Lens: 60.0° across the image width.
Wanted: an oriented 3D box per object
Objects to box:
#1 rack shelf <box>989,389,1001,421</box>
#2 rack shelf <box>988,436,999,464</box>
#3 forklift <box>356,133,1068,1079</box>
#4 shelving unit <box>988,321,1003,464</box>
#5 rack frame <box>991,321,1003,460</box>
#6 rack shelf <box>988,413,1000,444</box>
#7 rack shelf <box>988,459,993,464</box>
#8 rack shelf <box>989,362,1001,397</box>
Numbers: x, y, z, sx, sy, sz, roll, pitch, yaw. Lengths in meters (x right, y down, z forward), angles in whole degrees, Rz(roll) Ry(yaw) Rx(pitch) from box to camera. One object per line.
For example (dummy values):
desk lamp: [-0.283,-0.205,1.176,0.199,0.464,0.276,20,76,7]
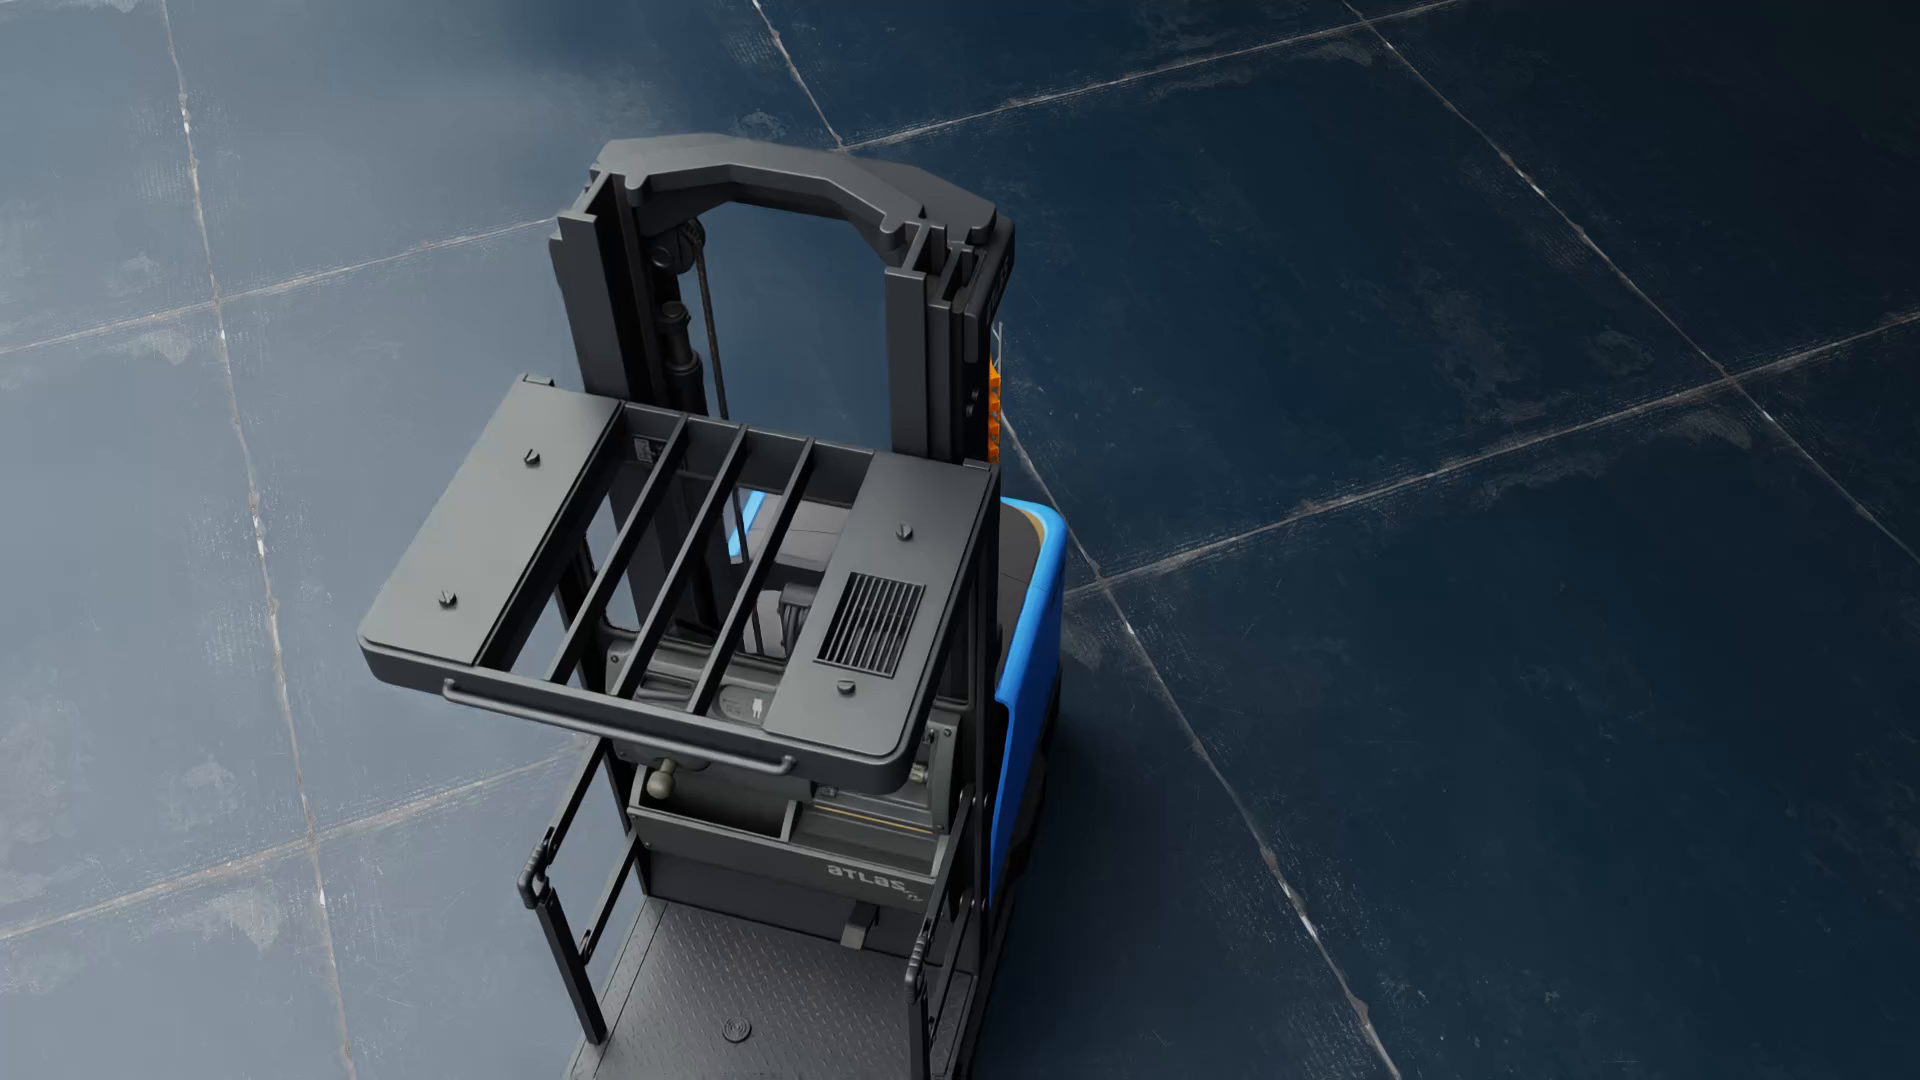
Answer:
rack shelf: [0.013,-0.522,5.991,0.180,0.103,0.258,-17,52,-14]
rack shelf: [0.013,-0.366,6.173,0.180,0.103,0.258,-17,52,-14]
forklift: [-0.516,0.633,4.115,1.130,2.935,3.031,11,50,10]
shelving unit: [0.013,-0.395,6.139,0.189,1.200,0.258,-17,52,-14]
rack frame: [0.098,-0.421,6.162,0.006,1.200,0.240,-17,52,-14]
rack shelf: [0.013,-0.444,6.082,0.180,0.103,0.258,-17,52,-14]
rack shelf: [0.013,-0.288,6.264,0.180,0.103,0.258,-17,52,-14]
rack shelf: [0.013,-0.601,5.900,0.180,0.103,0.258,-17,52,-14]
